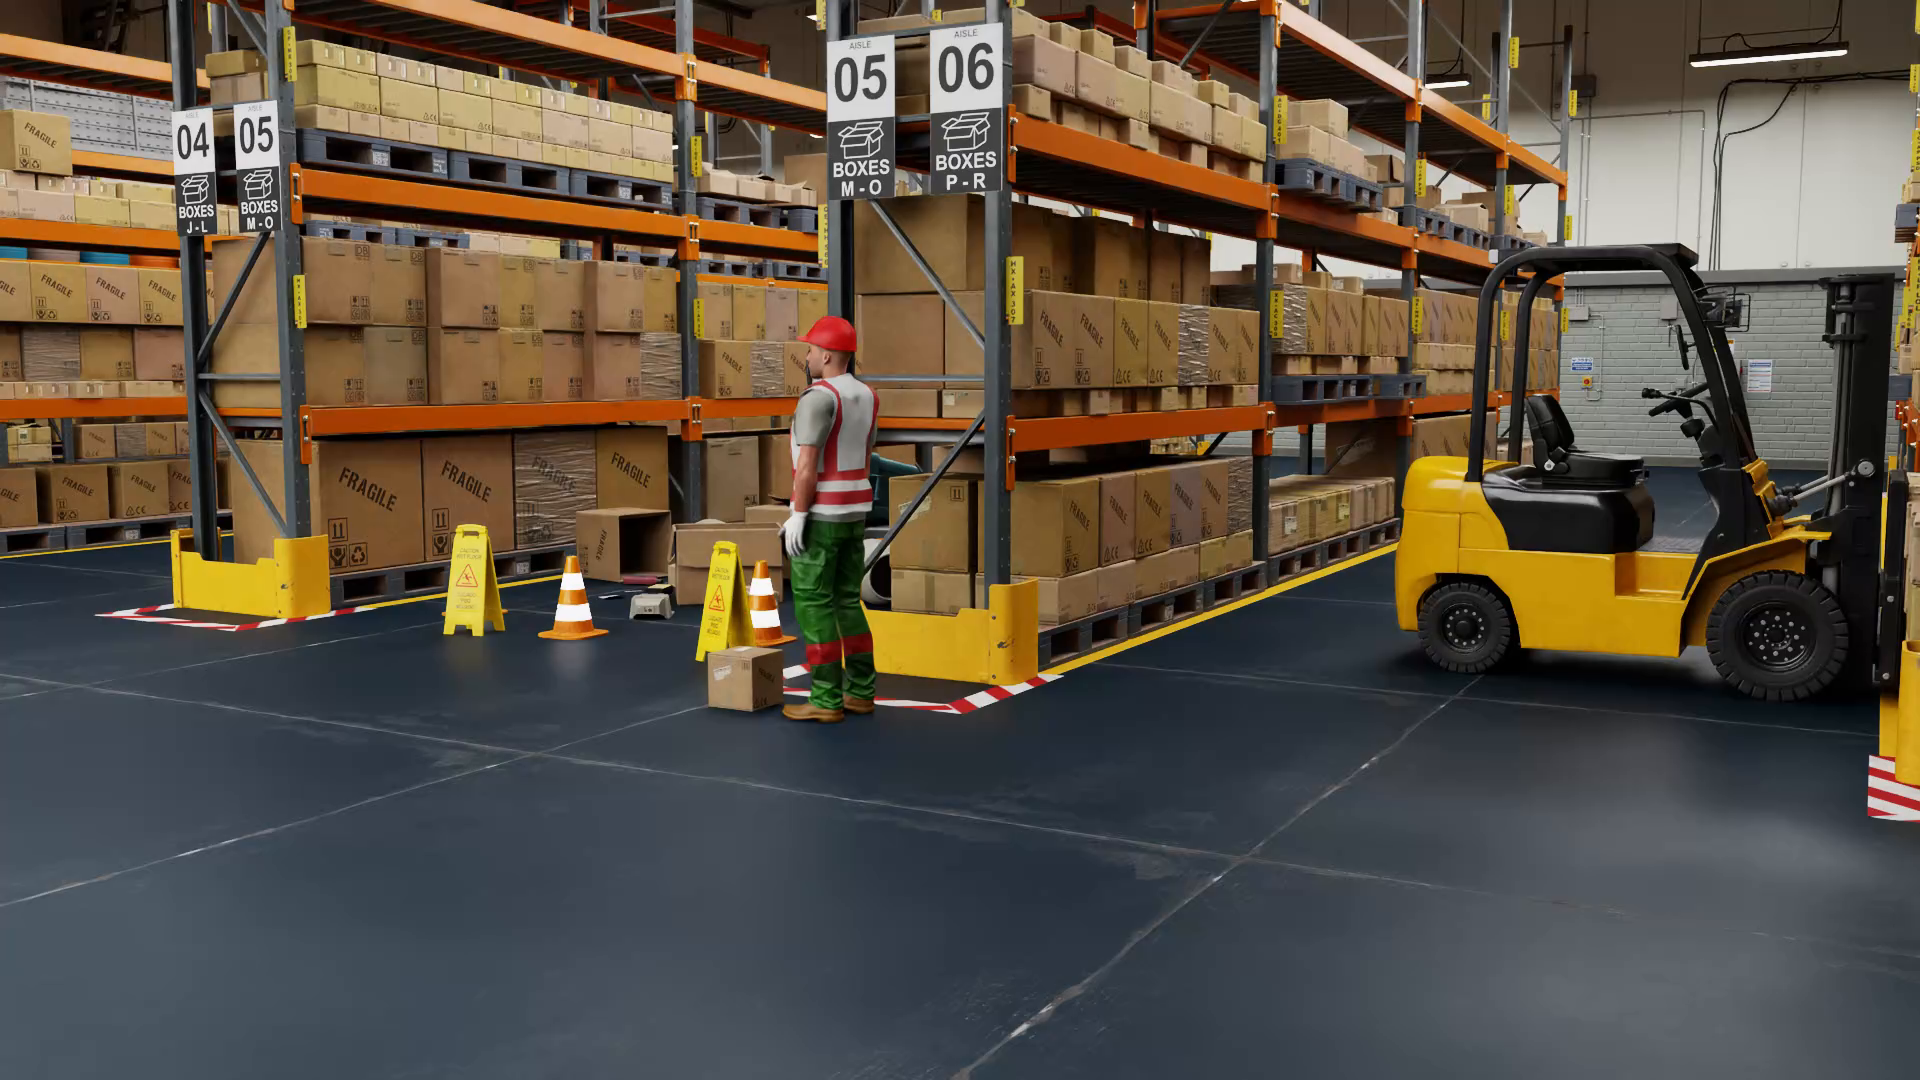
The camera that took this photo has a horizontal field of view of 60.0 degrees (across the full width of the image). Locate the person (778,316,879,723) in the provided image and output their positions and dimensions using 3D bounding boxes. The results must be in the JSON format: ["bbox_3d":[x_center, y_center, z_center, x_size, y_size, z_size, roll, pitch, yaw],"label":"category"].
[{"bbox_3d":[-0.583,-0.097,7.409,0.344,1.787,0.523,3,7,30],"label":"person"}]
